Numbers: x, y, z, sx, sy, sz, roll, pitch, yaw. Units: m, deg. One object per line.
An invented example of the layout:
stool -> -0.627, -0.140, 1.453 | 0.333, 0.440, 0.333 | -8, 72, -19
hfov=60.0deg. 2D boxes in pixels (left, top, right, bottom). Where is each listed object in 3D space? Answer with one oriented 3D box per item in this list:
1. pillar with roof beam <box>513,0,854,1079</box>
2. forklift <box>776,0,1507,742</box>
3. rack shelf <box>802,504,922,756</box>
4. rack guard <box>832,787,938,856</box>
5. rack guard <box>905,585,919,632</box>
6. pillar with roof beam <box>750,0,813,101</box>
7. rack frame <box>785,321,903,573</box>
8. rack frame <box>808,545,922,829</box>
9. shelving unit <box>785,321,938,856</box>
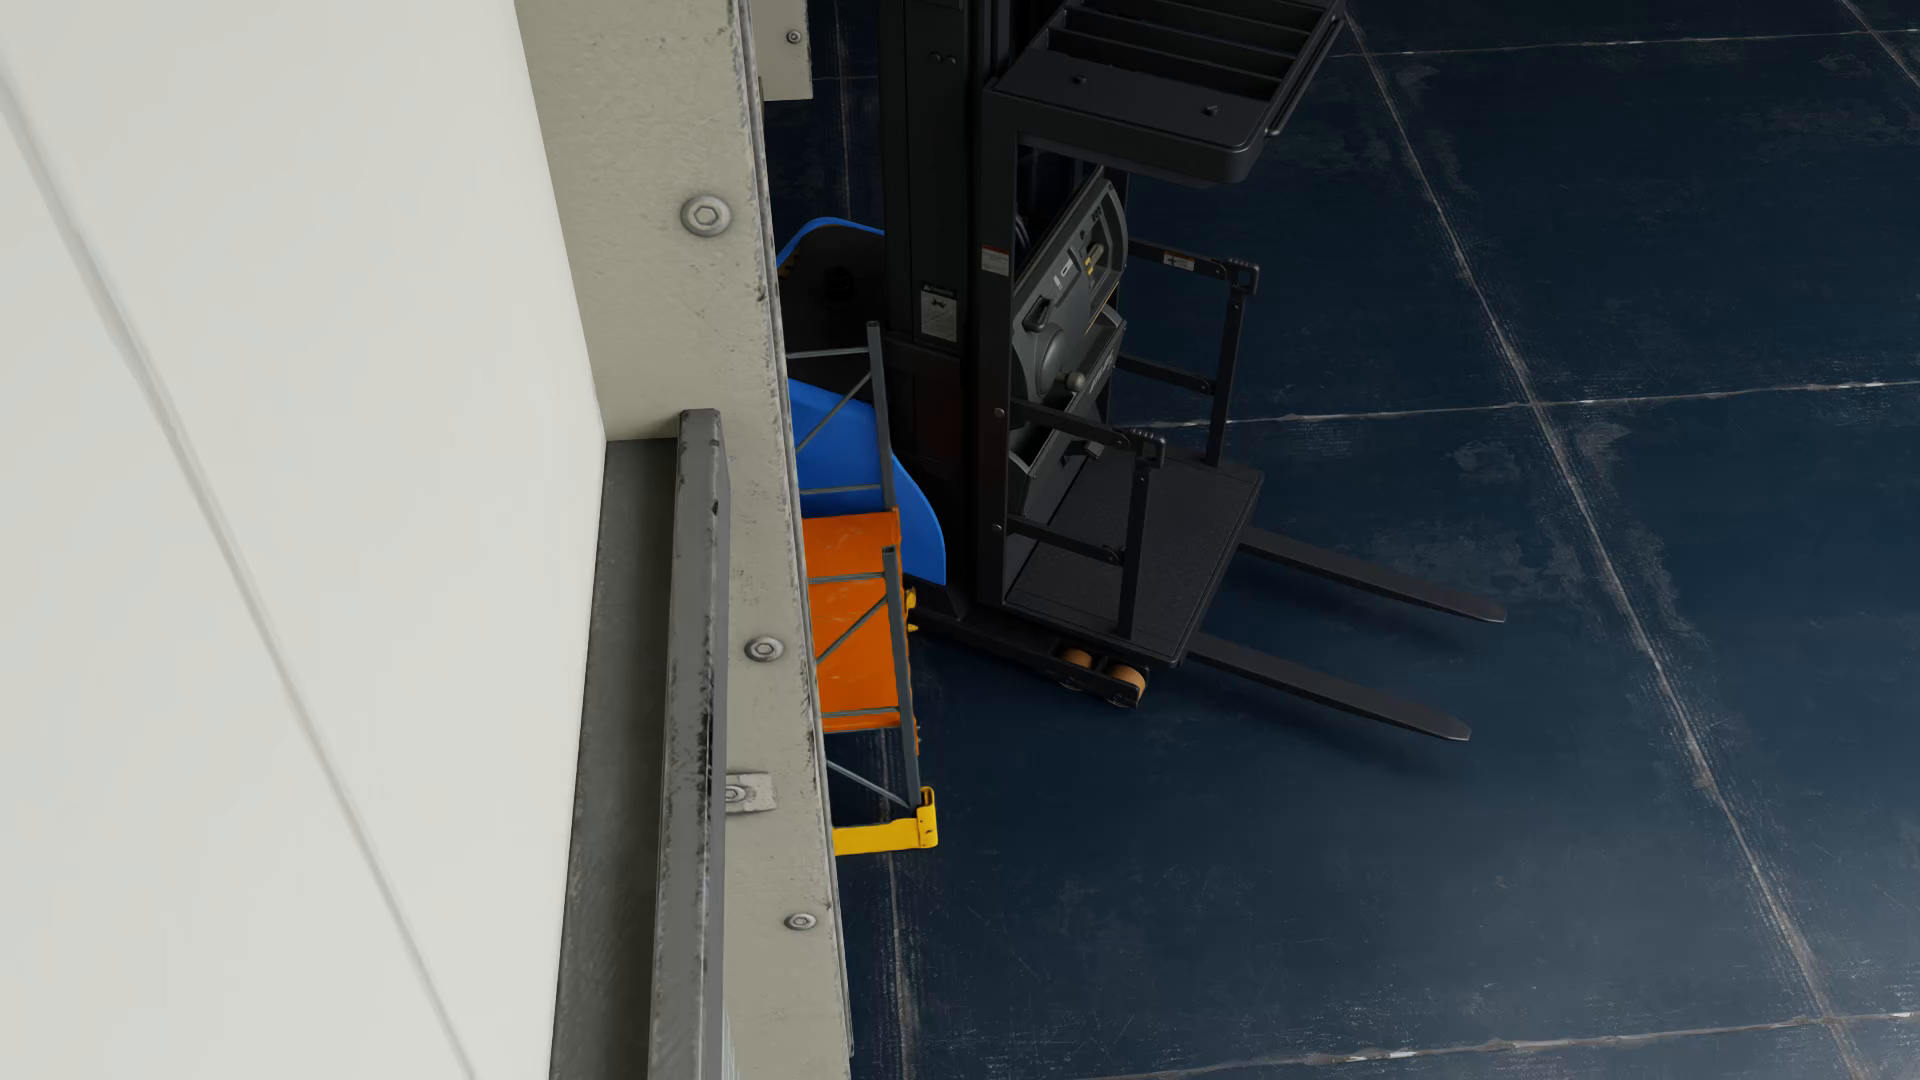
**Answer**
pillar with roof beam -> 3.809, -1.591, 2.195 | 9.100, 9.000, 0.400 | -3, 47, -3
forklift -> 0.566, -0.819, 5.644 | 3.031, 2.935, 1.130 | 18, 49, 17
rack shelf -> -0.436, 0.315, 5.788 | 0.538, 0.185, 1.000 | -5, 47, -2
rack guard -> -0.376, 0.986, 5.765 | 0.587, 0.250, 0.087 | -5, 47, -2
rack guard -> -0.459, 0.264, 6.447 | 0.587, 0.250, 0.087 | -5, 47, -2
pillar with roof beam -> 3.306, -5.932, 6.307 | 9.100, 9.000, 0.400 | -3, 47, -3
rack frame -> -0.485, -0.177, 6.004 | 0.500, 1.500, 0.032 | -5, 47, -2
rack frame -> -0.401, 0.560, 5.309 | 0.500, 1.500, 0.032 | -5, 47, -2
shelving unit -> -0.442, 0.198, 5.650 | 0.587, 1.500, 1.083 | -5, 47, -2
